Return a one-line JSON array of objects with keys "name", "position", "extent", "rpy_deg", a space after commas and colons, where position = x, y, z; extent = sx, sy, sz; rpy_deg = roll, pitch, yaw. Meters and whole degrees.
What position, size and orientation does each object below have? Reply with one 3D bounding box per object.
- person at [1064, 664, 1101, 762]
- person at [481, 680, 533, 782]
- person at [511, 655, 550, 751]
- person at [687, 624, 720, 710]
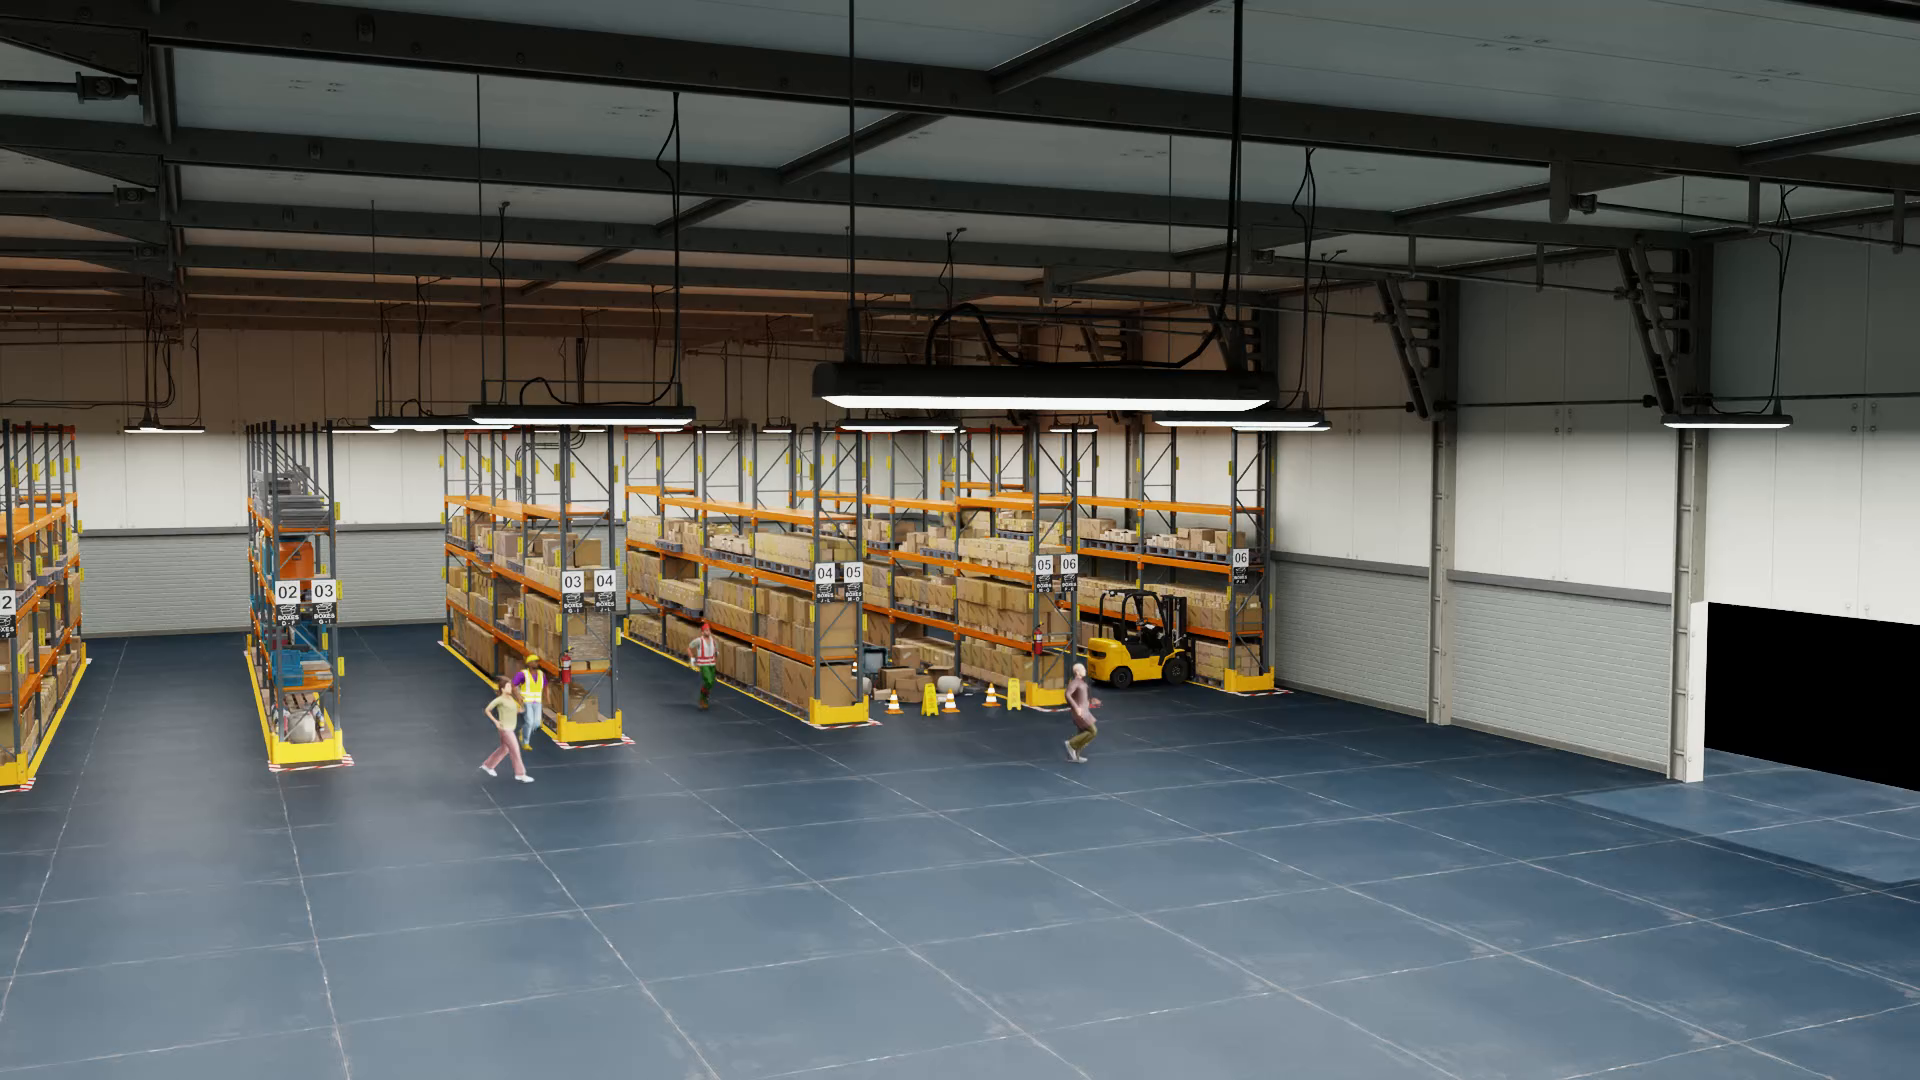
[{"name": "person", "position": [2.156, 3.031, 29.109], "extent": [0.619, 1.736, 0.699], "rpy_deg": [1, 4, 9]}, {"name": "person", "position": [-7.498, 3.140, 27.493], "extent": [0.957, 1.666, 0.569], "rpy_deg": [1, 4, 9]}, {"name": "person", "position": [-7.887, 2.963, 30.515], "extent": [0.765, 1.717, 0.548], "rpy_deg": [-4, 5, -45]}, {"name": "person", "position": [-5.298, 2.649, 34.846], "extent": [0.641, 1.785, 0.701], "rpy_deg": [-3, 5, -44]}]
